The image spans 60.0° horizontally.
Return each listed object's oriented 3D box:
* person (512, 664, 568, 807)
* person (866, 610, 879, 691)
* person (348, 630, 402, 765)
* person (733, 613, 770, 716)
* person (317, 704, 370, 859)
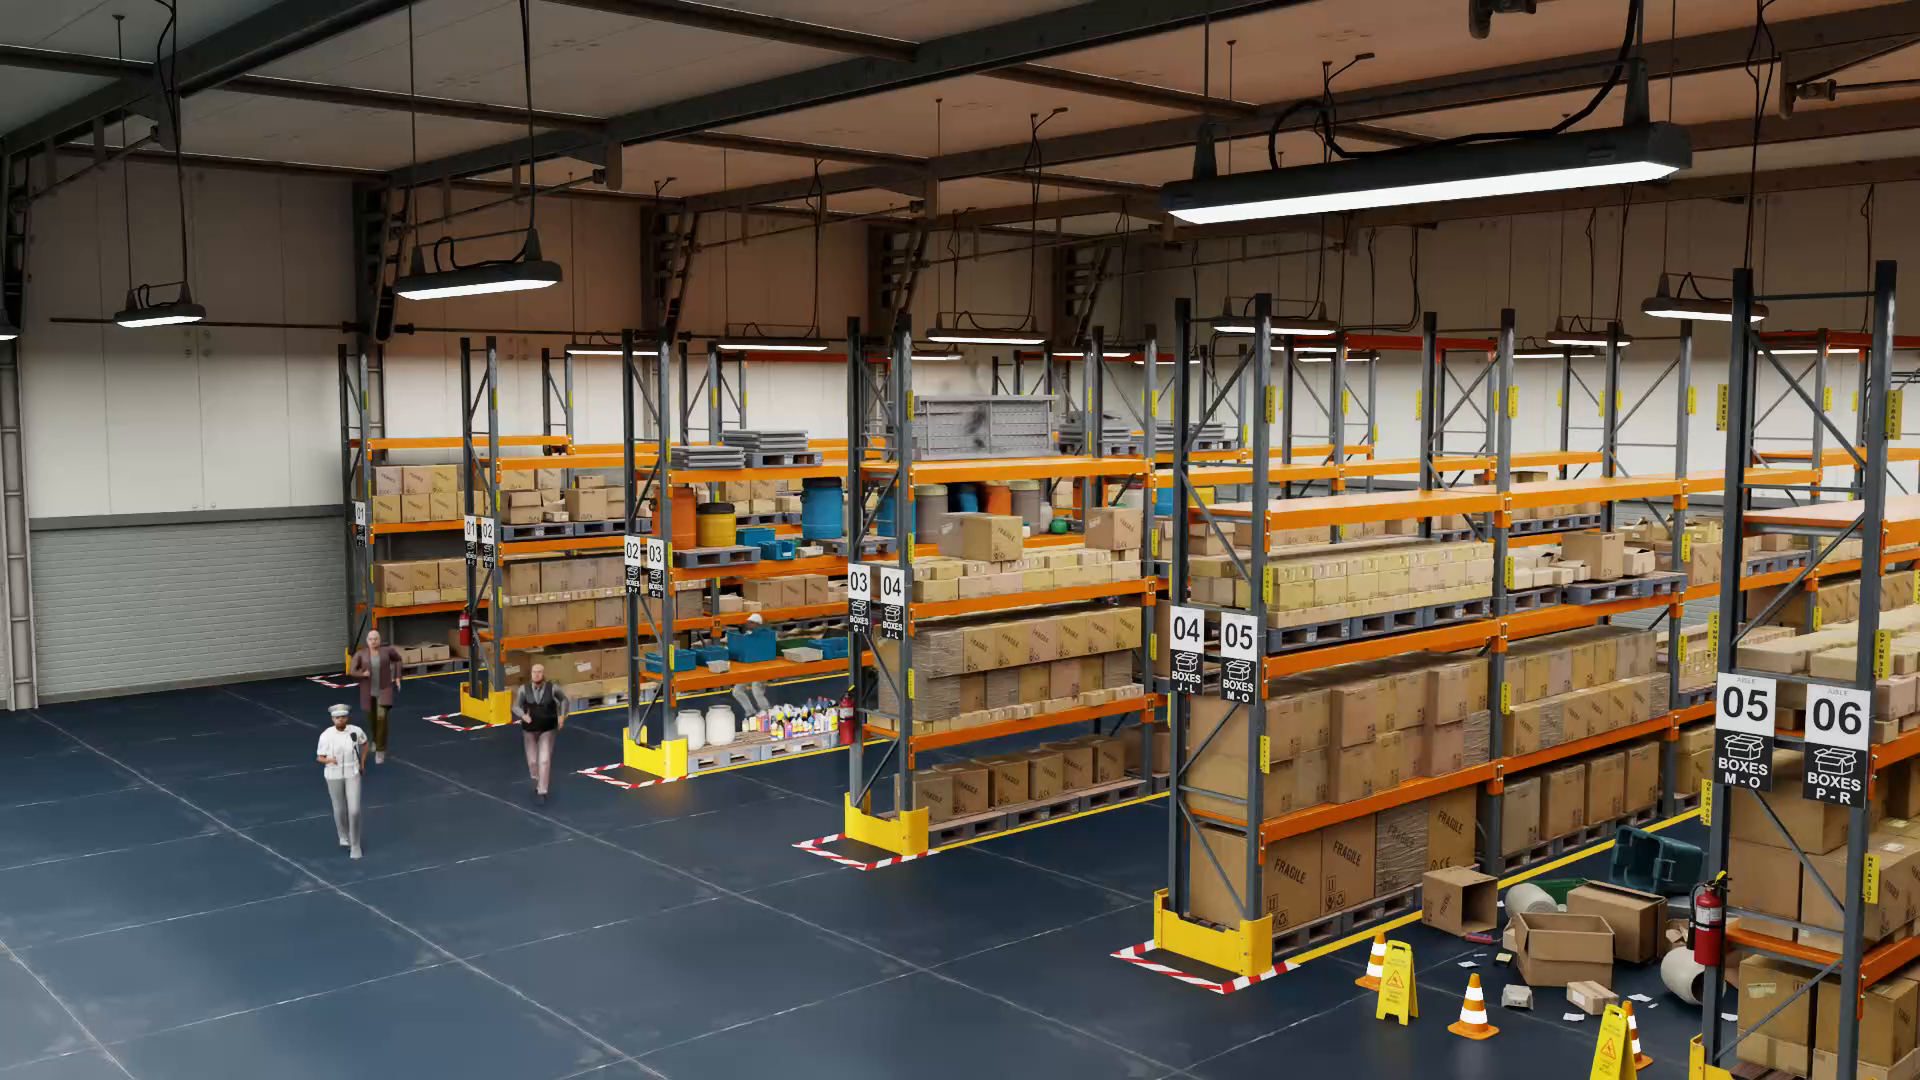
[{"bbox_3d":[-5.307,2.426,21.029,0.680,1.738,0.849,-1,5,-7],"label":"person"},{"bbox_3d":[-1.565,1.828,27.892,0.579,1.657,0.923,4,6,35],"label":"person"},{"bbox_3d":[-8.210,2.176,23.382,0.674,1.839,0.951,-1,5,-11],"label":"person"},{"bbox_3d":[-3.182,2.003,25.399,0.660,1.768,0.682,4,7,39],"label":"person"},{"bbox_3d":[-6.874,2.677,18.522,0.528,1.751,0.746,-2,5,-19],"label":"person"}]
